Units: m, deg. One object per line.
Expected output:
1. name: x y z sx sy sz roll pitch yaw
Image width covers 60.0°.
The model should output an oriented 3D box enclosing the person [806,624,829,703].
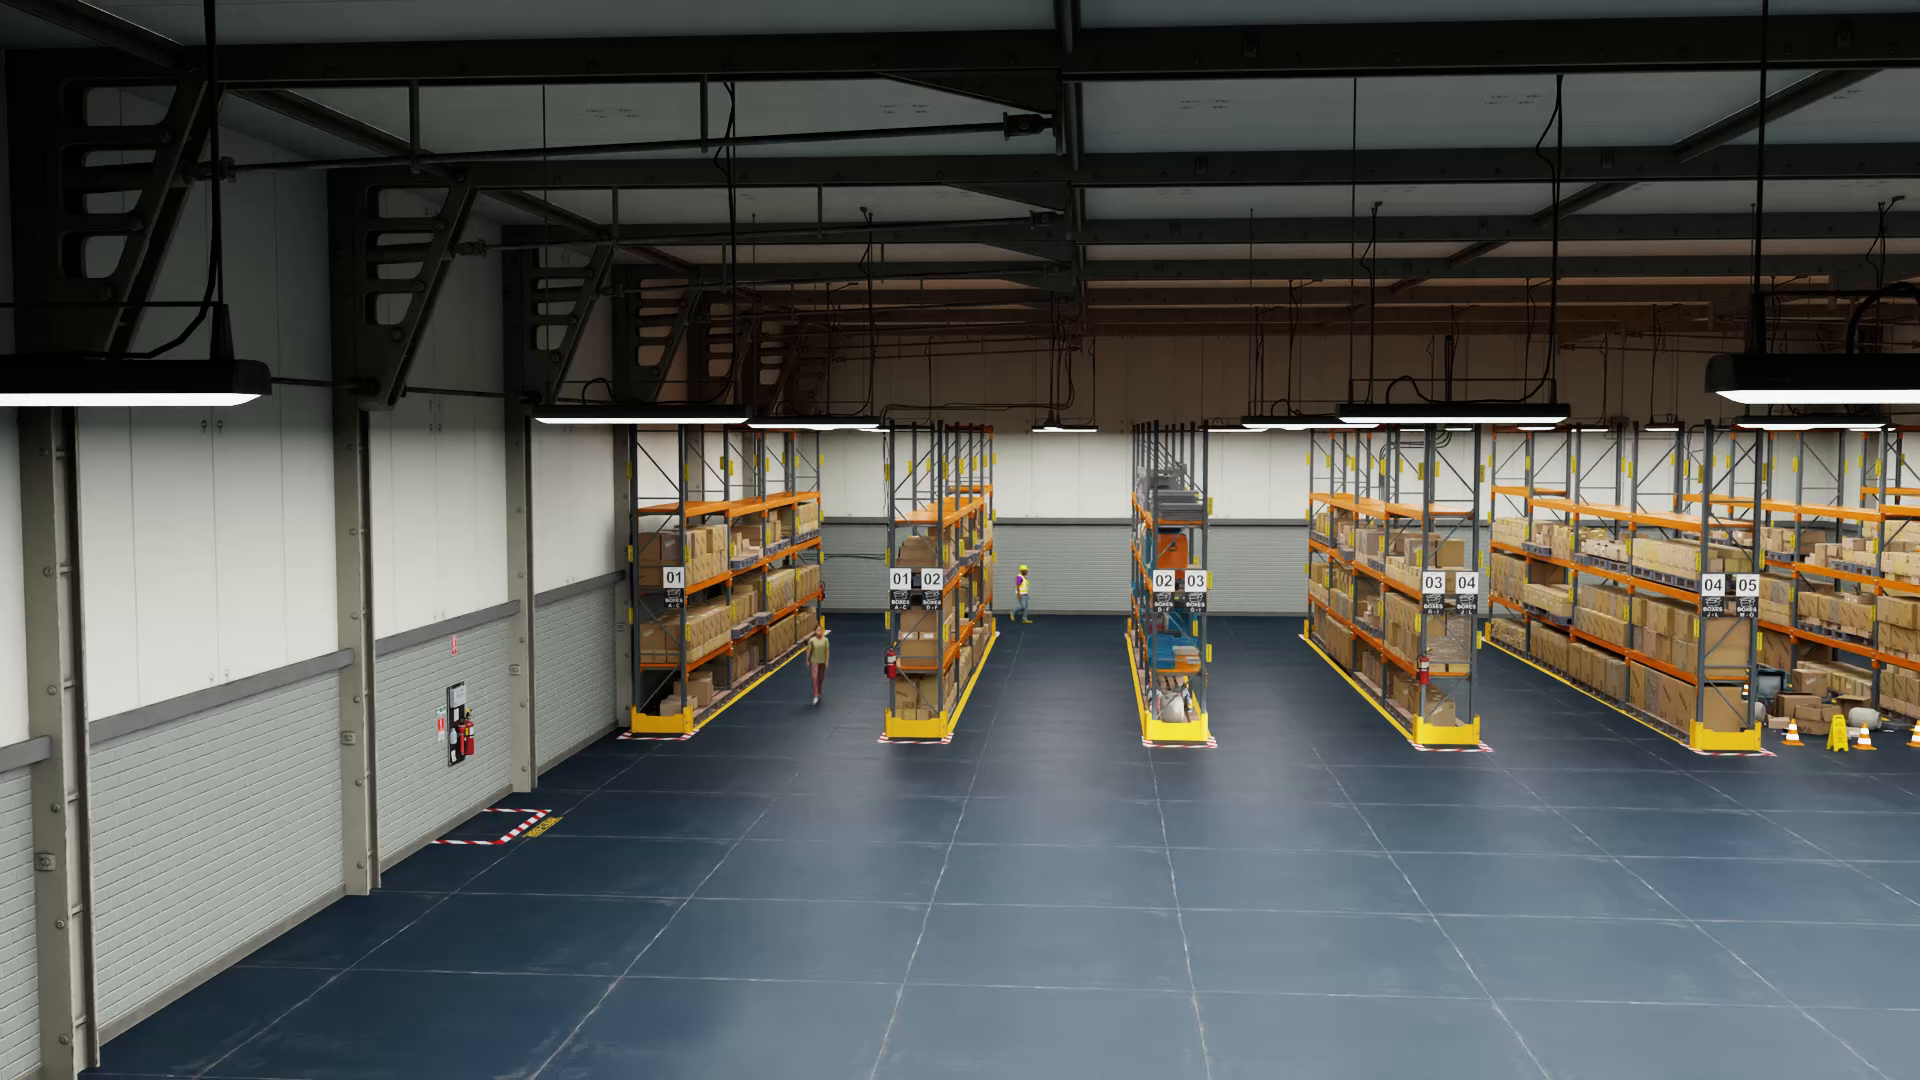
1. person: -3.027 2.628 35.665 0.486 1.627 0.917 -1 4 -22

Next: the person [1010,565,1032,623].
1. person: 1.852 1.644 50.368 0.618 1.763 0.627 2 4 26
